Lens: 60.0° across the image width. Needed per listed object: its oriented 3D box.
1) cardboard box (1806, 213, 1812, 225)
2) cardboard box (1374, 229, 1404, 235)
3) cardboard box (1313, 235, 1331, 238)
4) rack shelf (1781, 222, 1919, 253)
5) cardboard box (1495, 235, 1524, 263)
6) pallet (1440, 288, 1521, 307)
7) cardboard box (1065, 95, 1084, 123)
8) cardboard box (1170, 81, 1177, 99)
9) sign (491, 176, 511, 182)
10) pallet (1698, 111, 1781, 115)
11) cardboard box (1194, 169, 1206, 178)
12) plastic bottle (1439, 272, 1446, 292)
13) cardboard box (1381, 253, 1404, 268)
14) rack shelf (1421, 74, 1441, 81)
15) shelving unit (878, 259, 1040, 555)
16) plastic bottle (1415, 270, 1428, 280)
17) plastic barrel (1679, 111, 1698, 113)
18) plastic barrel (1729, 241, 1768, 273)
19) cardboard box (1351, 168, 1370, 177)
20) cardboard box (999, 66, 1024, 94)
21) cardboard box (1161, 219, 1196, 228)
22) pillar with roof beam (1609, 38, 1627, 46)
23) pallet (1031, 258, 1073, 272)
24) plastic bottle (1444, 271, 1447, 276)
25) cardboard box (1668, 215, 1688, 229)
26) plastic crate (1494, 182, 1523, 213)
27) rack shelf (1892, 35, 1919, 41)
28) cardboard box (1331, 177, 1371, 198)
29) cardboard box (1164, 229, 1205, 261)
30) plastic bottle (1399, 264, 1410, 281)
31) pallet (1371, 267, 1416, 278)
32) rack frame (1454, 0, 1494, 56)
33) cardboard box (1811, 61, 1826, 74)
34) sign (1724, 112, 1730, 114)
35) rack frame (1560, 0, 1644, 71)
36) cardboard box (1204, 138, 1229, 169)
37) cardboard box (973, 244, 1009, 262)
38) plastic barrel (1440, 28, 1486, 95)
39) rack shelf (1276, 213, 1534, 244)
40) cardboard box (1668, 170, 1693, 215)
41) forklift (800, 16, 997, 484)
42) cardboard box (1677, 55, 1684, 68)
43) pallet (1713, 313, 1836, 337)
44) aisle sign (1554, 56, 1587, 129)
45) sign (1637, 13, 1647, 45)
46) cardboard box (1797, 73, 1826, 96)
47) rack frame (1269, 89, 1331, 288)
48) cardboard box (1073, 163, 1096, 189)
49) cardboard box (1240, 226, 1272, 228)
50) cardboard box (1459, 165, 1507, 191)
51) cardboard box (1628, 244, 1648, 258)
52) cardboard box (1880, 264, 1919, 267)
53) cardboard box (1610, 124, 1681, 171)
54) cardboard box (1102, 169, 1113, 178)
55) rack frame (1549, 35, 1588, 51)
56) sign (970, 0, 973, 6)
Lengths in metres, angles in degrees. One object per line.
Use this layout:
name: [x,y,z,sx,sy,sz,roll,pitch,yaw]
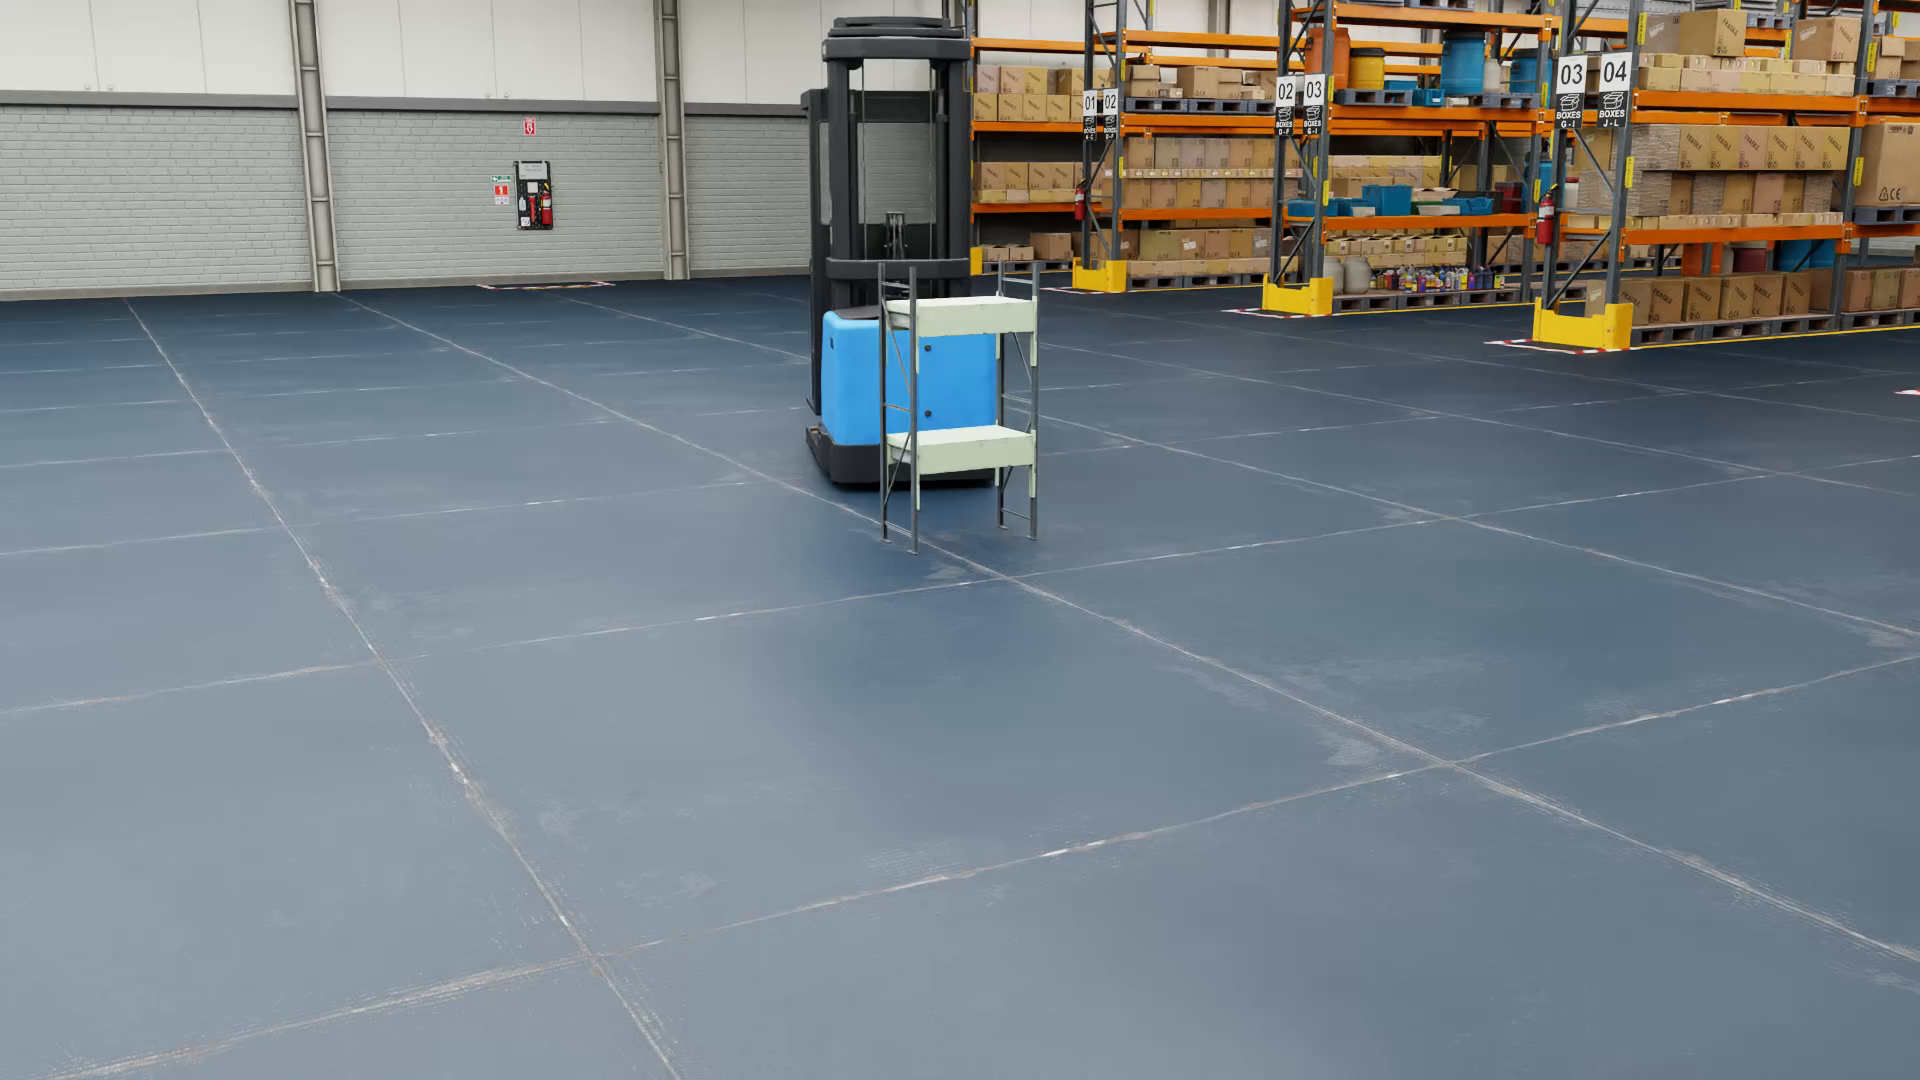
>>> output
cardboard box: [10.055,-3.889,20.132,0.250,0.149,0.380,-7,14,-28]
cardboard box: [9.190,-6.804,36.452,0.750,0.750,0.750,-6,14,-26]
cardboard box: [6.504,-5.331,29.993,0.500,0.311,0.500,-6,14,-26]
rack shelf: [12.331,-3.990,21.644,4.000,0.370,1.077,-7,14,-28]
cardboard box: [10.336,-5.505,31.429,0.500,0.500,0.500,-7,15,-30]
pallet: [7.592,-3.662,24.900,1.213,0.211,1.003,-7,14,-28]
cardboard box: [2.212,-8.299,32.048,0.500,0.500,0.500,-7,15,-30]
cardboard box: [3.693,-7.543,27.888,0.500,0.311,0.500,-5,14,-21]
sign: [-7.836,-6.166,28.388,0.331,0.109,0.001,-7,14,-28]
pallet: [12.431,-6.939,26.707,1.213,0.211,1.003,-7,14,-28]
cardboard box: [3.898,-6.120,27.766,0.250,0.149,0.380,-7,14,-29]
plastic bottle: [6.998,-3.746,24.136,0.097,0.271,0.097,0,13,0]
cardboard box: [7.654,-5.060,30.067,0.500,0.250,0.500,-7,14,-27]
rack shelf: [12.232,-10.427,37.494,4.000,0.370,1.077,-7,14,-28]
shelving unit: [-0.006,-0.731,8.941,0.755,1.500,0.431,-7,14,-28]
plastic bottle: [6.849,-3.875,24.698,0.135,0.276,0.152,-7,14,-28]
plastic barrel: [11.521,-6.857,26.270,0.294,0.245,0.294,0,13,0]
plastic barrel: [13.125,-4.708,27.731,0.708,0.588,0.600,-7,14,-28]
cardboard box: [8.415,-7.726,35.655,0.500,0.500,0.500,-7,14,-28]
cardboard box: [0.863,-8.620,31.197,0.500,0.500,0.500,-7,14,-29]
cardboard box: [4.478,-6.483,34.066,0.500,0.250,0.500,-7,15,-29]
pillar with roof beam: [18.006,-10.804,36.623,0.400,9.000,9.100,-7,14,-28]
pallet: [1.810,-5.427,32.743,1.213,0.211,1.003,-7,14,-28]
plastic bottle: [7.127,-3.801,24.351,0.133,0.283,0.061,-7,14,-28]
cardboard box: [8.093,-3.647,19.056,0.250,0.149,0.380,-7,14,-28]
plastic crate: [8.480,-5.226,25.353,0.583,0.464,0.402,-7,14,-28]
rack shelf: [16.979,-8.518,29.011,4.000,0.370,1.077,-7,14,-28]
cardboard box: [6.976,-6.222,29.695,0.500,0.500,0.500,-6,14,-24]
cardboard box: [3.769,-4.970,27.959,0.500,0.500,0.500,-7,14,-28]
plastic bottle: [6.593,-3.918,24.718,0.185,0.351,0.144,-6,14,-26]
pallet: [7.532,-4.894,30.373,1.213,0.211,1.003,-7,14,-28]
rack frame: [9.343,-9.387,30.326,0.127,3.000,1.000,-7,14,-28]
cardboard box: [9.971,-5.572,19.636,0.250,0.149,0.380,-8,15,-31]
sign: [11.983,-6.813,25.956,0.005,0.325,0.100,-7,14,-28]
rack frame: [7.064,-6.636,18.102,0.127,3.000,1.000,-7,14,-28]
cardboard box: [4.124,-6.515,28.045,0.500,0.500,0.700,-7,14,-28]
cardboard box: [0.594,-5.532,31.979,0.500,0.311,0.500,-9,15,-34]
plastic barrel: [7.277,-6.914,24.068,0.708,0.901,0.600,-7,14,-28]
rack shelf: [6.446,-4.524,24.016,4.000,0.370,1.077,-7,14,-28]
cardboard box: [7.941,-4.032,19.287,0.500,0.500,0.875,-7,14,-28]
forklift: [-0.513,-2.056,11.569,1.130,2.935,3.031,-2,13,-10]
cardboard box: [7.853,-5.338,18.597,0.250,0.149,0.380,-7,15,-29]
pallet: [10.003,-2.693,20.592,1.213,0.211,1.003,-7,14,-28]
aisle sign: [6.866,-5.029,18.703,0.004,0.787,0.394,-7,14,-28]
sign: [7.324,-5.495,17.871,0.005,0.325,0.100,-7,14,-28]
cardboard box: [9.837,-5.369,19.646,0.500,0.250,0.500,-6,14,-26]
rack frame: [4.691,-4.664,23.002,0.127,3.000,1.000,-7,14,-28]
cardboard box: [2.306,-7.083,32.337,0.500,0.500,0.500,-7,15,-29]
cardboard box: [5.275,-5.281,29.340,0.500,0.500,0.500,-7,14,-28]
cardboard box: [9.841,-6.802,31.319,0.700,0.500,0.500,11,17,41]
cardboard box: [13.326,-5.787,33.113,0.500,0.311,0.500,-7,14,-28]
cardboard box: [12.532,-3.350,21.855,0.500,0.500,0.700,-6,14,-23]
cardboard box: [7.677,-4.397,18.631,0.500,0.500,0.500,-7,14,-28]
cardboard box: [2.565,-6.061,27.505,0.250,0.149,0.380,-7,15,-29]
rack frame: [13.988,-11.183,38.306,0.127,3.000,1.000,-7,14,-28]
sign: [0.204,-9.890,30.251,0.005,0.325,0.100,-7,14,-28]
